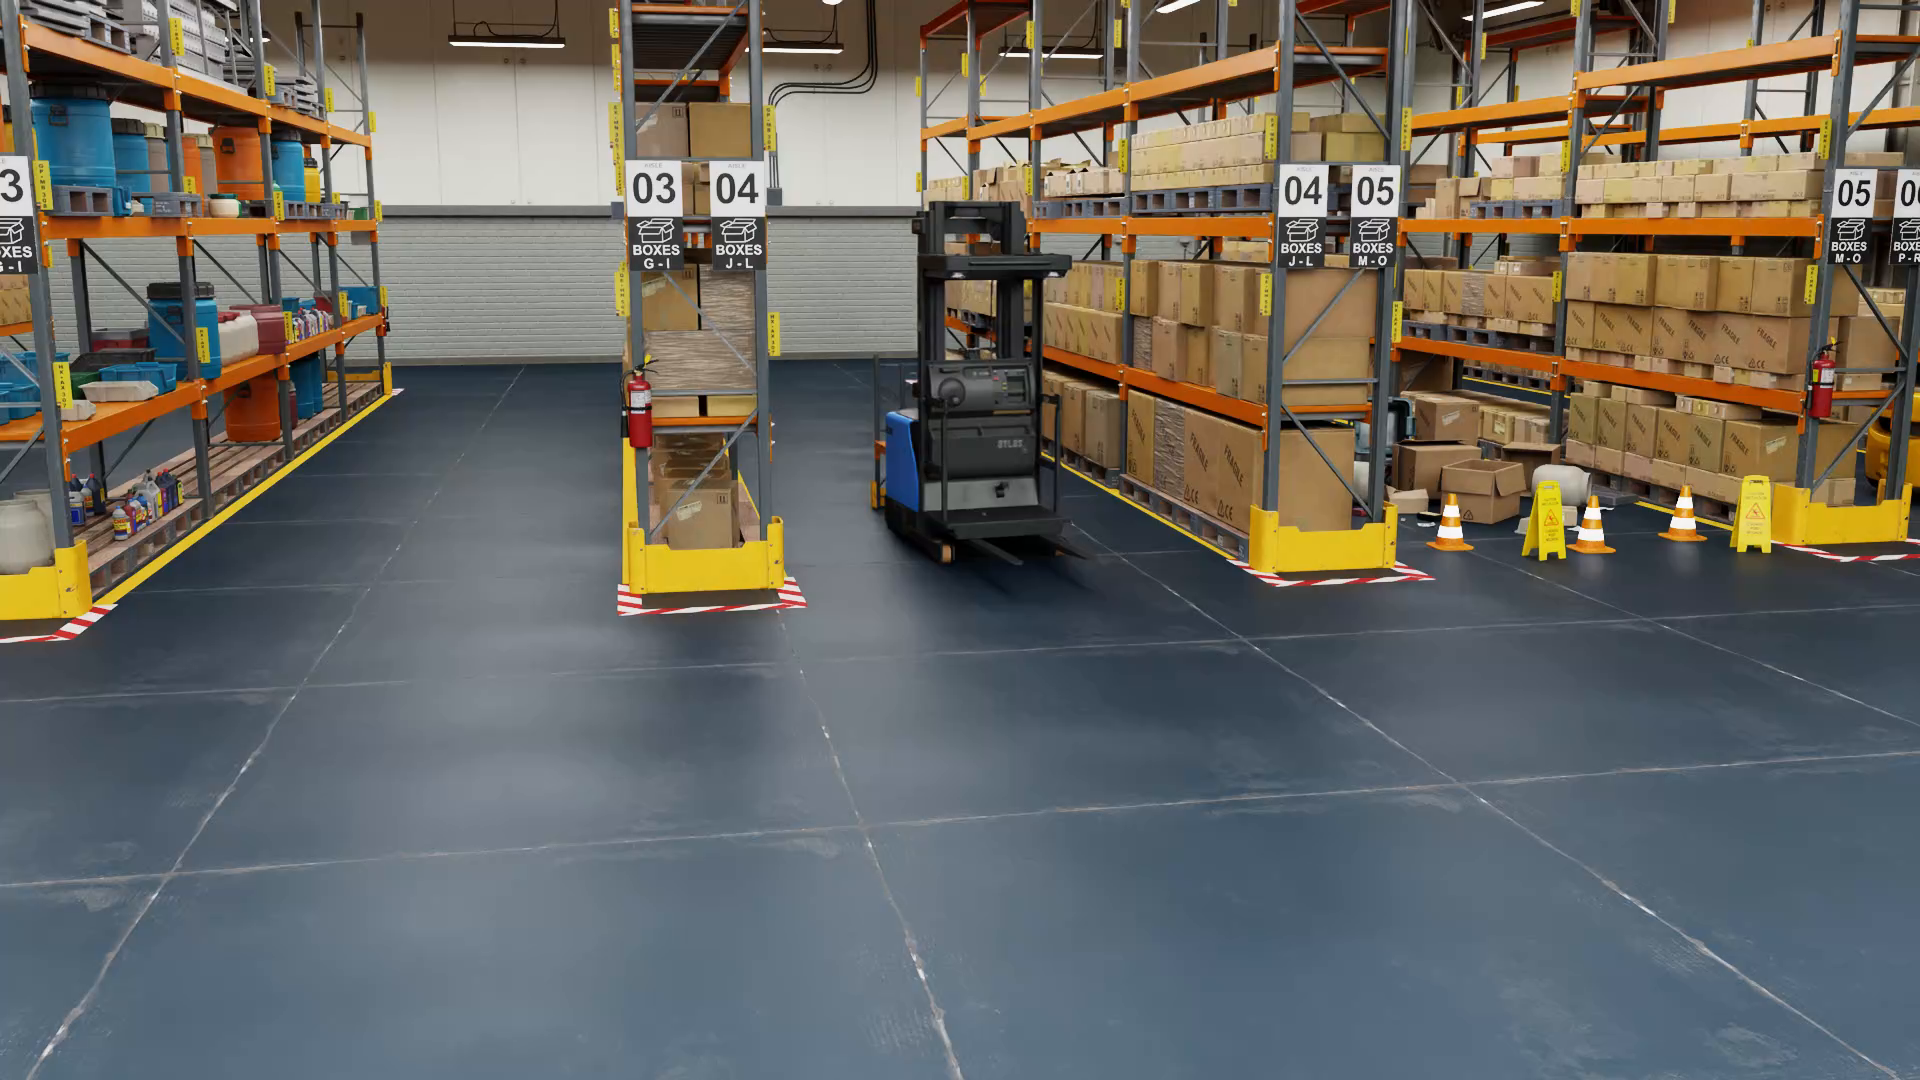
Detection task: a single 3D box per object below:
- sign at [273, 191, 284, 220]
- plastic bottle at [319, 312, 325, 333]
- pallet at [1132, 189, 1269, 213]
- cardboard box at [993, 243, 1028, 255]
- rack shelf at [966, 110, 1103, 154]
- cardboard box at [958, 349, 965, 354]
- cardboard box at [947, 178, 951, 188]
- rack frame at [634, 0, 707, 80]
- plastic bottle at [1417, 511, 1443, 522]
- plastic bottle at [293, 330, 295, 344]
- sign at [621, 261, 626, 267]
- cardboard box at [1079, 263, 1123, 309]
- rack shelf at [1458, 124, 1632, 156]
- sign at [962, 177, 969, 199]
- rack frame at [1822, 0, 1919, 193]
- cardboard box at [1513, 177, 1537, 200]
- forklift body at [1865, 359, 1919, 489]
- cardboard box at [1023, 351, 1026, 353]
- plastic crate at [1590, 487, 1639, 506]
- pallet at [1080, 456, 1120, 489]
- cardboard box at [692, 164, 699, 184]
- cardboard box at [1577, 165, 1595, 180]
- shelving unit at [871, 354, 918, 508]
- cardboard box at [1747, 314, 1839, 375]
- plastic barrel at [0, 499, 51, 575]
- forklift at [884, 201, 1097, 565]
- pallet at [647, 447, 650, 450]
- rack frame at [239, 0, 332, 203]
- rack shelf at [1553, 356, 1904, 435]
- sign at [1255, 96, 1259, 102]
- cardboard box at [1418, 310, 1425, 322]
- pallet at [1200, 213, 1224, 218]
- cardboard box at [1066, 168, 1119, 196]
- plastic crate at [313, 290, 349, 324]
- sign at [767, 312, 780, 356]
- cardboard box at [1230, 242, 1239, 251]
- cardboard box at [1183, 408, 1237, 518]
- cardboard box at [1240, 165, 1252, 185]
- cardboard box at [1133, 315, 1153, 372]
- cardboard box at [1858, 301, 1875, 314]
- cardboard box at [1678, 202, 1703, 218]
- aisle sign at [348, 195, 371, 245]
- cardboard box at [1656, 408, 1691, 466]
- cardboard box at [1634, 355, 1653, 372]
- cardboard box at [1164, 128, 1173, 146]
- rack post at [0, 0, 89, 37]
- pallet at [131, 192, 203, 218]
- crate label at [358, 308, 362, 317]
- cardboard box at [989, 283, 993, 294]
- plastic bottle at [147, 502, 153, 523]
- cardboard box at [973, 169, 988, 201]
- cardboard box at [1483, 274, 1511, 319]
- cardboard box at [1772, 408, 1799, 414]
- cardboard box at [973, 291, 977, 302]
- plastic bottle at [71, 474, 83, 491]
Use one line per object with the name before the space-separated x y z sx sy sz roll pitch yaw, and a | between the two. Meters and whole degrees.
sign | -7.813 -3.833 19.071 0.100 0.325 0.005 -2 11 -11
plastic bottle | -8.665 -2.935 22.426 0.152 0.276 0.135 -2 11 -11
pallet | 2.319 -3.278 16.110 1.003 0.211 1.213 -2 11 -11
cardboard box | 0.765 -4.243 25.232 0.500 0.500 0.500 -2 11 -10
rack shelf | 1.003 -5.496 22.498 1.077 0.370 4.000 -2 11 -11
cardboard box | 0.180 -3.161 28.192 0.380 0.149 0.250 -2 11 -10
cardboard box | 0.008 -5.590 26.021 0.380 0.149 0.250 -2 11 -11
rack frame | -3.493 -5.517 19.616 1.000 3.000 0.127 -2 11 -11
plastic bottle | 4.417 -0.225 15.716 0.133 0.061 0.283 -6 13 -31
plastic bottle | -8.230 -2.515 20.419 0.097 0.201 0.097 0 11 0
sign | -5.595 -4.482 27.697 0.100 0.325 0.005 -2 11 -11
cardboard box | 1.771 -2.909 19.016 0.700 0.500 0.500 -2 11 -12
rack shelf | 9.929 -6.804 28.310 1.077 0.370 4.000 -2 11 -11
sign | 0.083 -5.172 24.441 0.100 0.325 0.005 -2 11 -11
rack frame | 7.784 -4.410 13.800 1.000 3.000 0.127 -2 11 -11
cardboard box | 6.656 -3.998 18.934 0.500 0.250 0.500 -2 11 -10
forklift body | 10.493 -1.509 16.871 2.313 2.155 1.214 -2 11 -11
cardboard box | 1.094 -2.590 23.838 0.500 0.250 0.500 -2 11 -8
plastic crate | 6.507 -0.445 16.819 0.402 0.080 0.583 -6 13 -31
pallet | 1.946 -0.767 18.162 1.003 0.211 1.213 -2 11 -11
cardboard box | -1.889 -2.850 12.962 0.380 0.149 0.250 -2 11 -12
cardboard box | 6.747 -3.869 17.518 0.380 0.149 0.250 -2 11 -12
shelving unit | -0.451 -0.988 15.874 0.587 1.500 1.083 -3 11 -16
cardboard box | 7.408 -1.748 14.794 0.500 0.500 0.500 -2 11 -12
plastic barrel | -6.999 -0.025 12.334 0.421 0.512 0.421 0 11 0
forklift | 0.256 -1.325 13.817 1.130 2.935 3.031 -4 11 -18
pallet | -3.343 -1.057 19.684 1.003 0.211 1.213 -2 11 -11
rack frame | -9.130 -6.071 22.524 1.000 3.000 0.127 -2 11 -11
rack shelf | 7.395 -1.477 16.356 1.077 0.370 4.000 -2 11 -11
sign | 5.207 -7.860 29.213 0.100 0.325 0.005 -2 11 -11
cardboard box | 6.130 -2.894 21.427 0.380 0.149 0.250 -3 11 -15
pallet | 4.826 -5.692 28.794 1.003 0.211 1.213 -2 11 -11
cardboard box | 1.514 -4.090 18.989 0.500 0.311 0.500 -2 11 -12
plastic crate | -9.057 -3.357 23.981 0.402 0.464 0.583 -2 11 -11
sign | -1.405 -1.548 12.491 0.100 0.325 0.005 -2 11 -11
cardboard box | 4.729 -4.895 27.718 0.380 0.149 0.250 -2 11 -12
cardboard box | 2.578 -0.710 14.966 0.875 0.875 0.875 -2 11 -12
cardboard box | 2.502 -2.965 13.511 0.380 0.149 0.250 -2 11 -11
cardboard box | 2.253 -2.005 16.805 0.875 0.550 0.550 -2 11 -11
cardboard box | 11.327 -2.819 20.547 0.500 0.250 0.500 -2 11 -10
cardboard box | 7.097 -3.149 15.866 0.380 0.149 0.250 -2 11 -12
aisle sign | -9.634 -5.158 26.821 0.394 0.787 0.004 -2 11 -11
cardboard box | 7.176 -1.013 16.221 0.500 0.500 0.500 -2 11 -12
cardboard box | 6.992 -1.769 16.640 0.380 0.149 0.250 -2 11 -11
cardboard box | 2.107 -3.729 15.394 0.380 0.149 0.250 -2 11 -10
rack post | -6.818 -3.767 11.760 0.937 0.300 0.954 -1 11 -5
pallet | -7.337 -2.908 14.436 1.213 0.211 1.003 -2 11 -11
crate label | -9.451 -3.510 25.661 0.396 0.136 0.243 -2 11 -11
cardboard box | 0.597 -3.417 22.587 0.380 0.149 0.250 -2 11 -8
plastic bottle | -6.988 -0.245 14.269 0.097 0.201 0.097 0 11 0
cardboard box | 0.580 -5.121 24.166 0.700 0.500 0.500 -2 11 -11
cardboard box | 6.498 -2.860 19.516 0.500 0.500 0.500 -2 11 -9
cardboard box | 11.338 -1.917 21.973 0.875 0.625 0.625 -2 11 -9
cardboard box | 0.393 -3.463 23.622 0.380 0.149 0.250 -3 11 -13
plastic bottle | -7.824 -0.408 14.725 0.144 0.351 0.185 -2 11 -9
